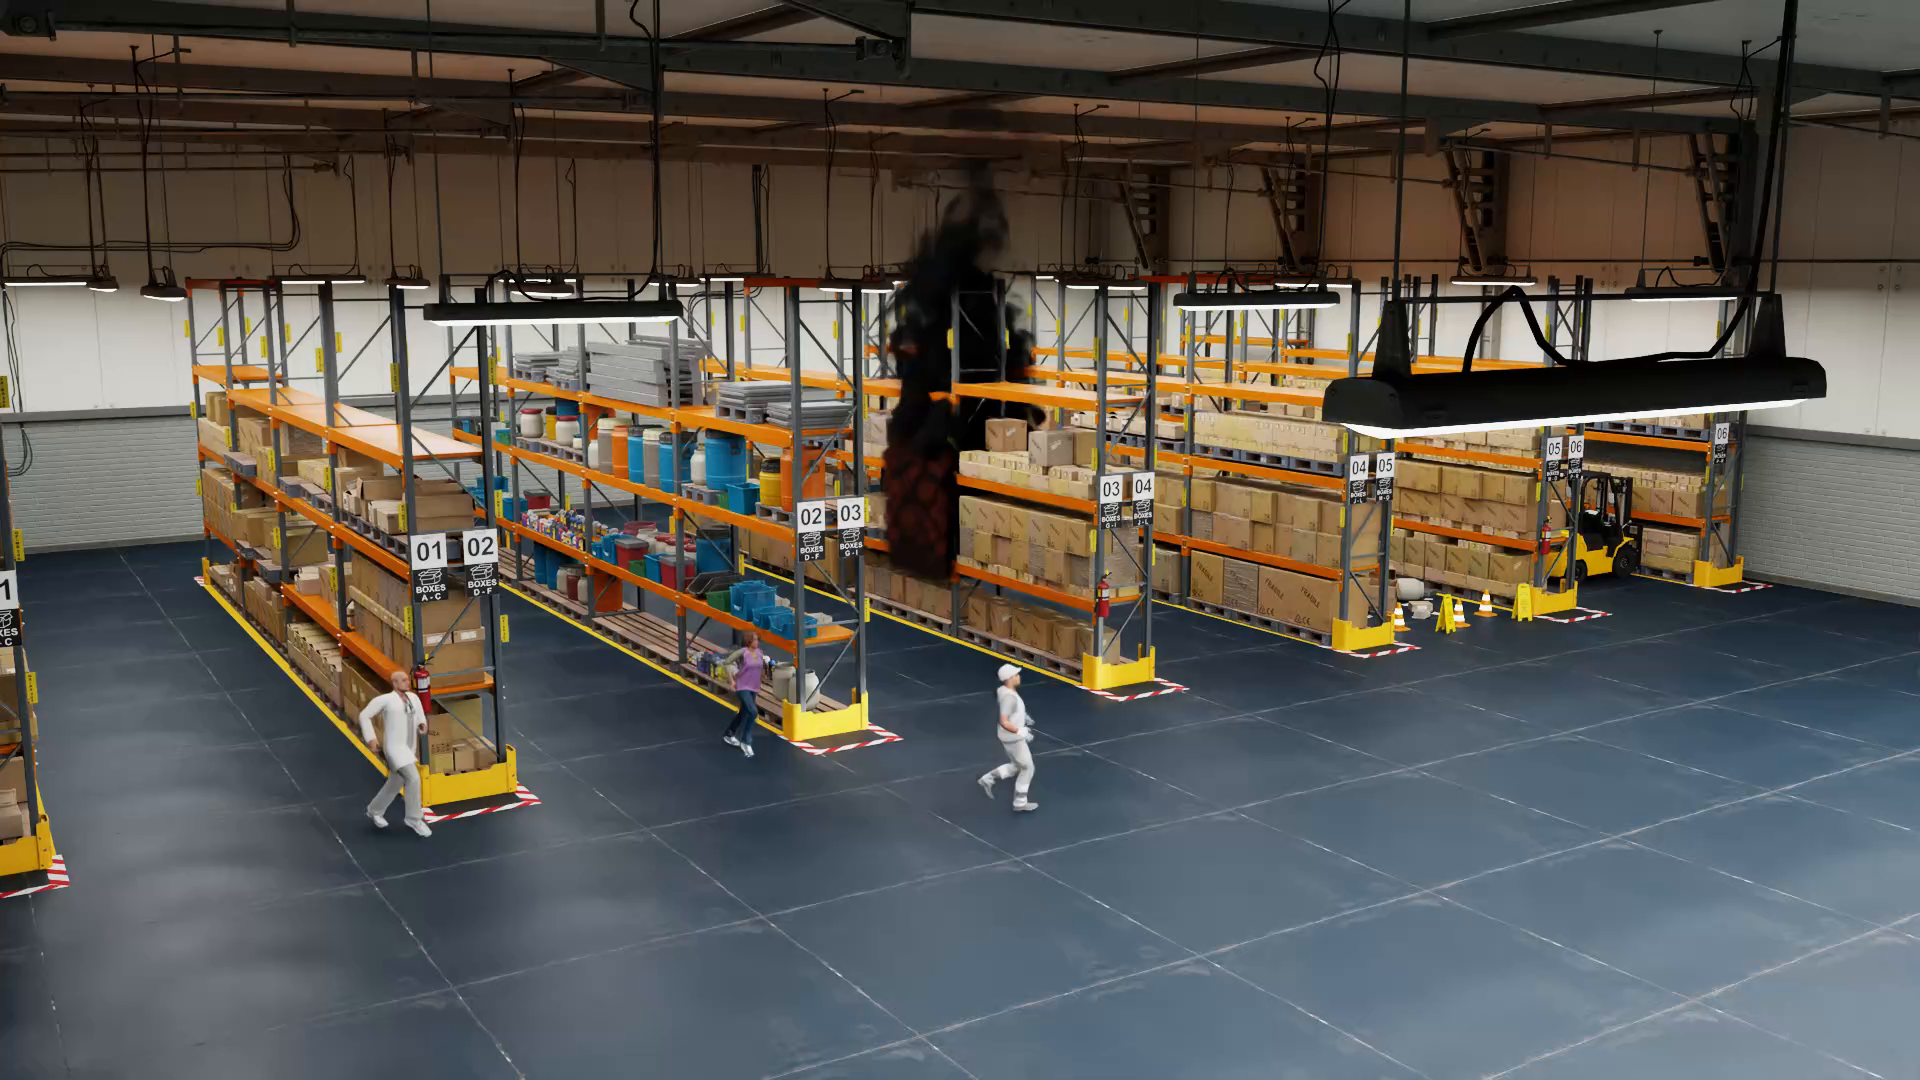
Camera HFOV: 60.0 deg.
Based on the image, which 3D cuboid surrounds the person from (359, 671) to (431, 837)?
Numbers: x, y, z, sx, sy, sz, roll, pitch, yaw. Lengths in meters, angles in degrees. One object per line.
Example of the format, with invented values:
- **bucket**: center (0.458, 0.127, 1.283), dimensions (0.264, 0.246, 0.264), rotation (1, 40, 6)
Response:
- **person**: center (-6.234, 2.358, 18.655), dimensions (0.919, 1.776, 0.698), rotation (3, 10, 20)

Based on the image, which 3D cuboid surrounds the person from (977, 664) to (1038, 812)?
- **person**: center (0.561, 2.285, 19.194), dimensions (0.708, 1.742, 0.659), rotation (-1, 10, -5)

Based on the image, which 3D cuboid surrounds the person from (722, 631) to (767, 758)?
- **person**: center (-2.778, 1.966, 21.638), dimensions (0.701, 1.602, 0.519), rotation (7, 12, 36)

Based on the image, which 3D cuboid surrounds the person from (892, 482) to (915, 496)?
- **person**: center (-1.485, -1.581, 42.094), dimensions (0.856, 1.773, 0.766), rotation (4, 10, 21)
